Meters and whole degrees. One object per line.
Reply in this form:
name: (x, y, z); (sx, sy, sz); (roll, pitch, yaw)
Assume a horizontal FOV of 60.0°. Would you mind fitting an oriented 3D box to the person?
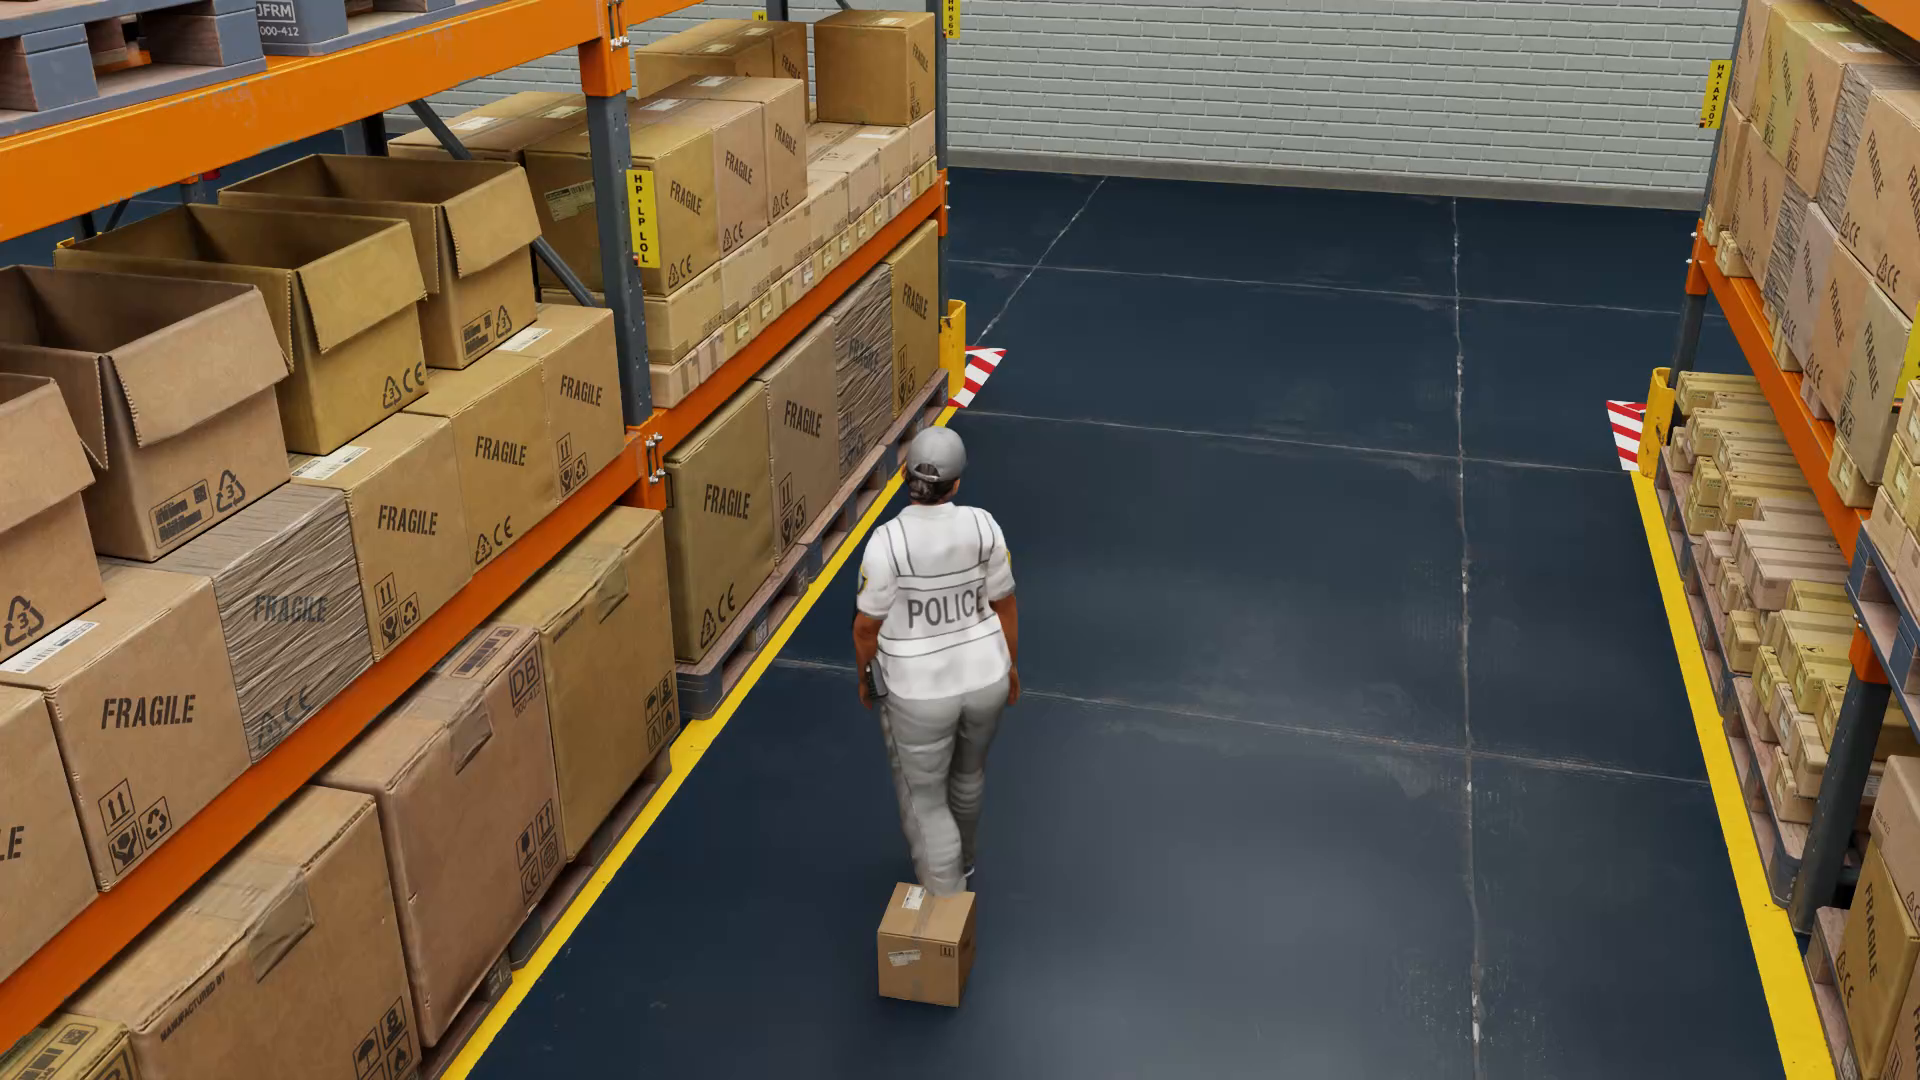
person: (-0.076, 0.435, 5.154); (0.560, 1.646, 0.624); (-15, 29, -29)
